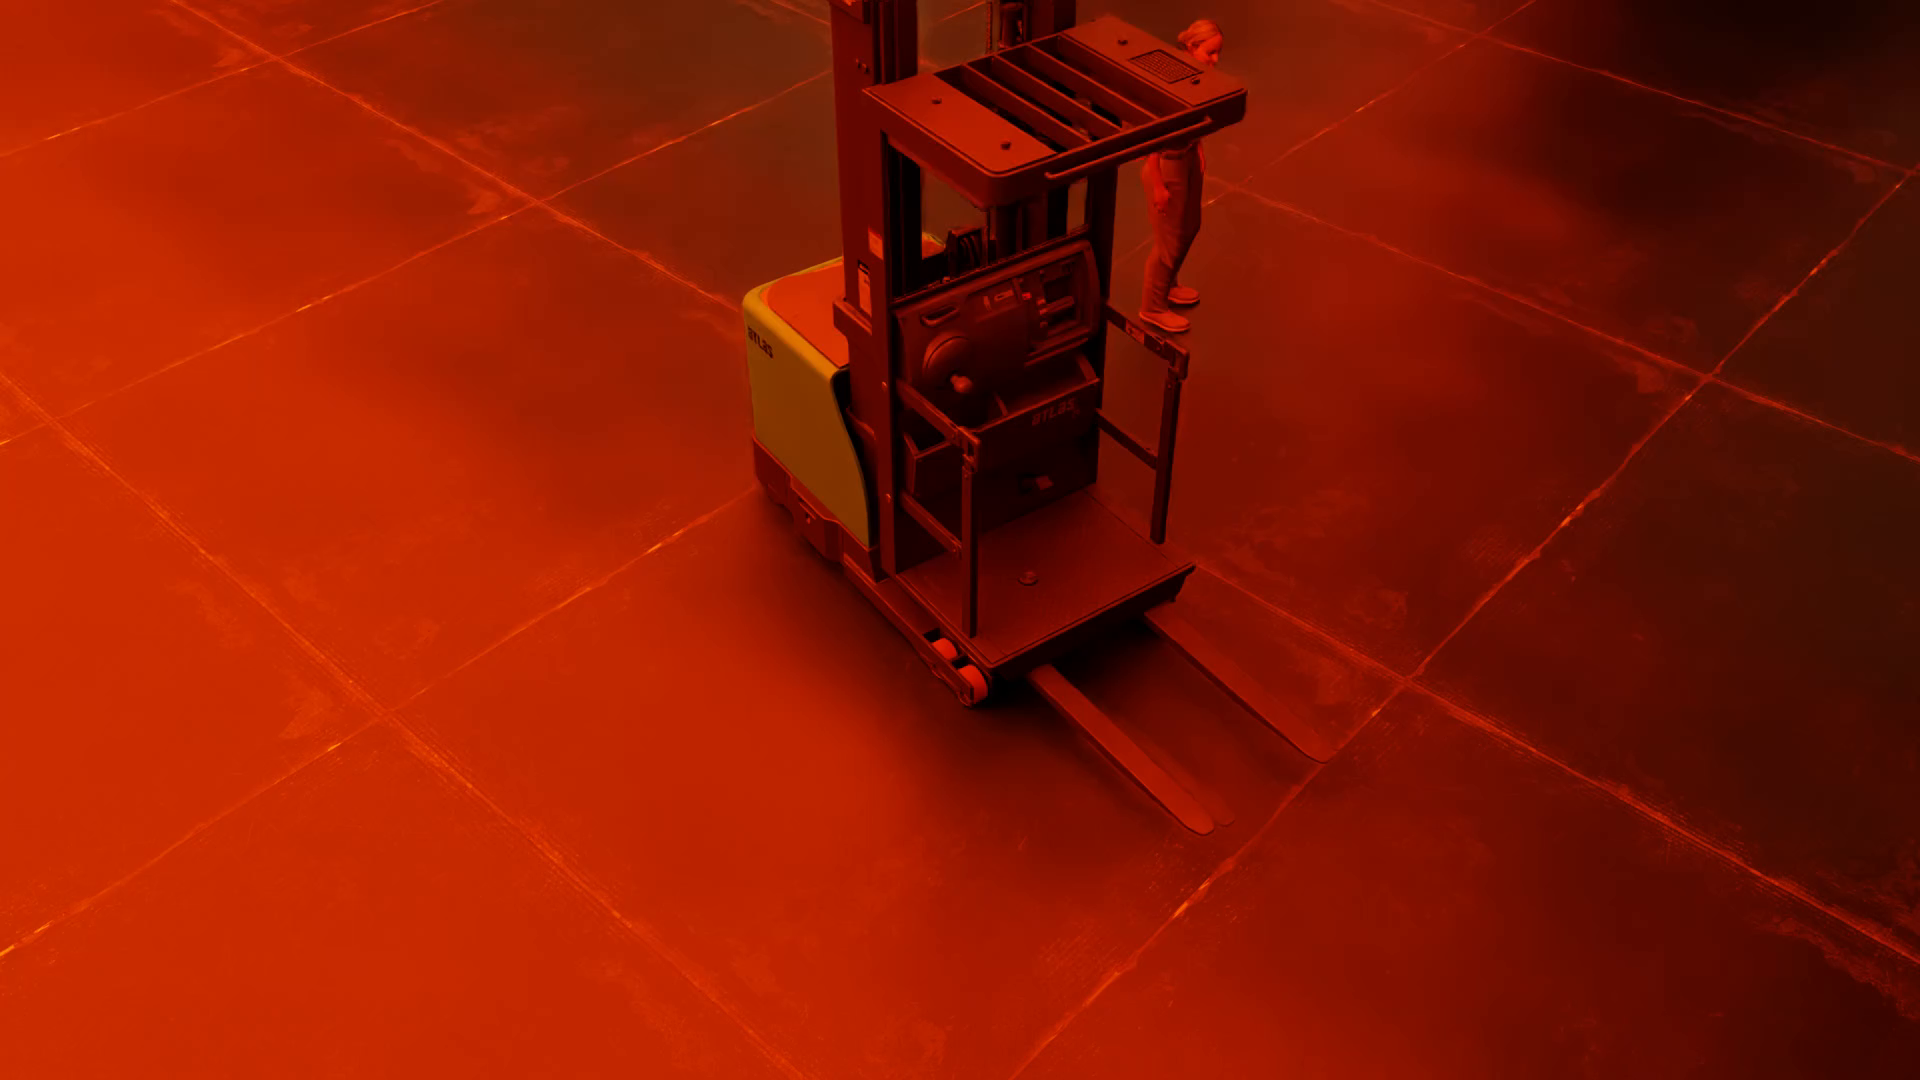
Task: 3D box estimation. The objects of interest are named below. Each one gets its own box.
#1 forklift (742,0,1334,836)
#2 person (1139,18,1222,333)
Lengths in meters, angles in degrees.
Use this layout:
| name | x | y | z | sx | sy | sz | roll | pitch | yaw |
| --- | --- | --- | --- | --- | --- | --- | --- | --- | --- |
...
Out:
| name | x | y | z | sx | sy | sz | roll | pitch | yaw |
| --- | --- | --- | --- | --- | --- | --- | --- | --- | --- |
| forklift | 0.287 | -0.790 | 6.350 | 1.130 | 2.935 | 3.031 | -25 | 46 | -26 |
| person | 1.150 | -1.908 | 8.637 | 0.382 | 1.651 | 0.563 | 19 | 44 | 21 |
